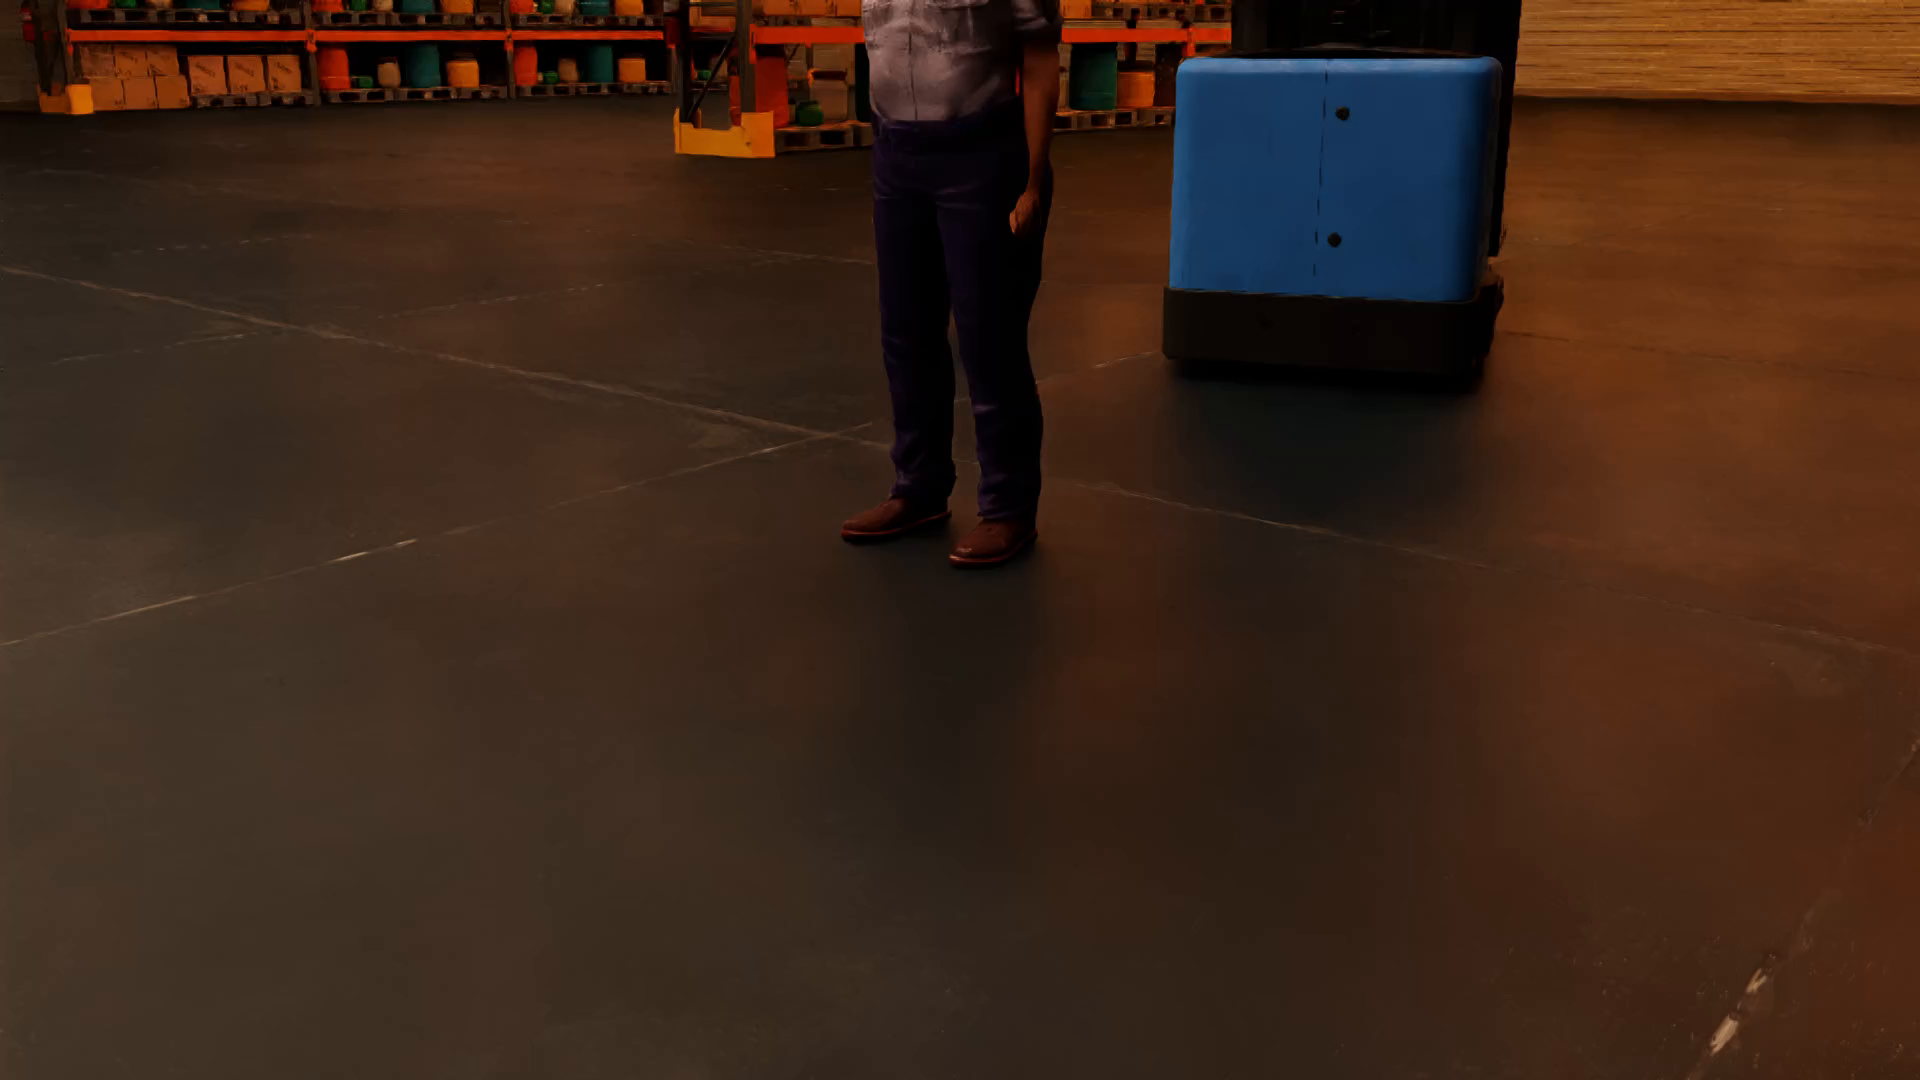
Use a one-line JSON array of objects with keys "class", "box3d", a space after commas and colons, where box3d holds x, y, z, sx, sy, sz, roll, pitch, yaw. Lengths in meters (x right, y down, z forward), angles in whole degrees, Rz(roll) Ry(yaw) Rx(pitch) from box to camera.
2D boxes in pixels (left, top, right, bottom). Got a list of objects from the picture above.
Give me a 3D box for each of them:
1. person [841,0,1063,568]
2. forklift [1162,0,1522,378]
[{"class": "person", "box3d": [-0.016, -0.784, 3.696, 0.480, 1.653, 0.349, 13, 21, 37]}, {"class": "forklift", "box3d": [1.684, -2.335, 6.586, 1.130, 2.935, 3.031, 6, 18, 19]}]
